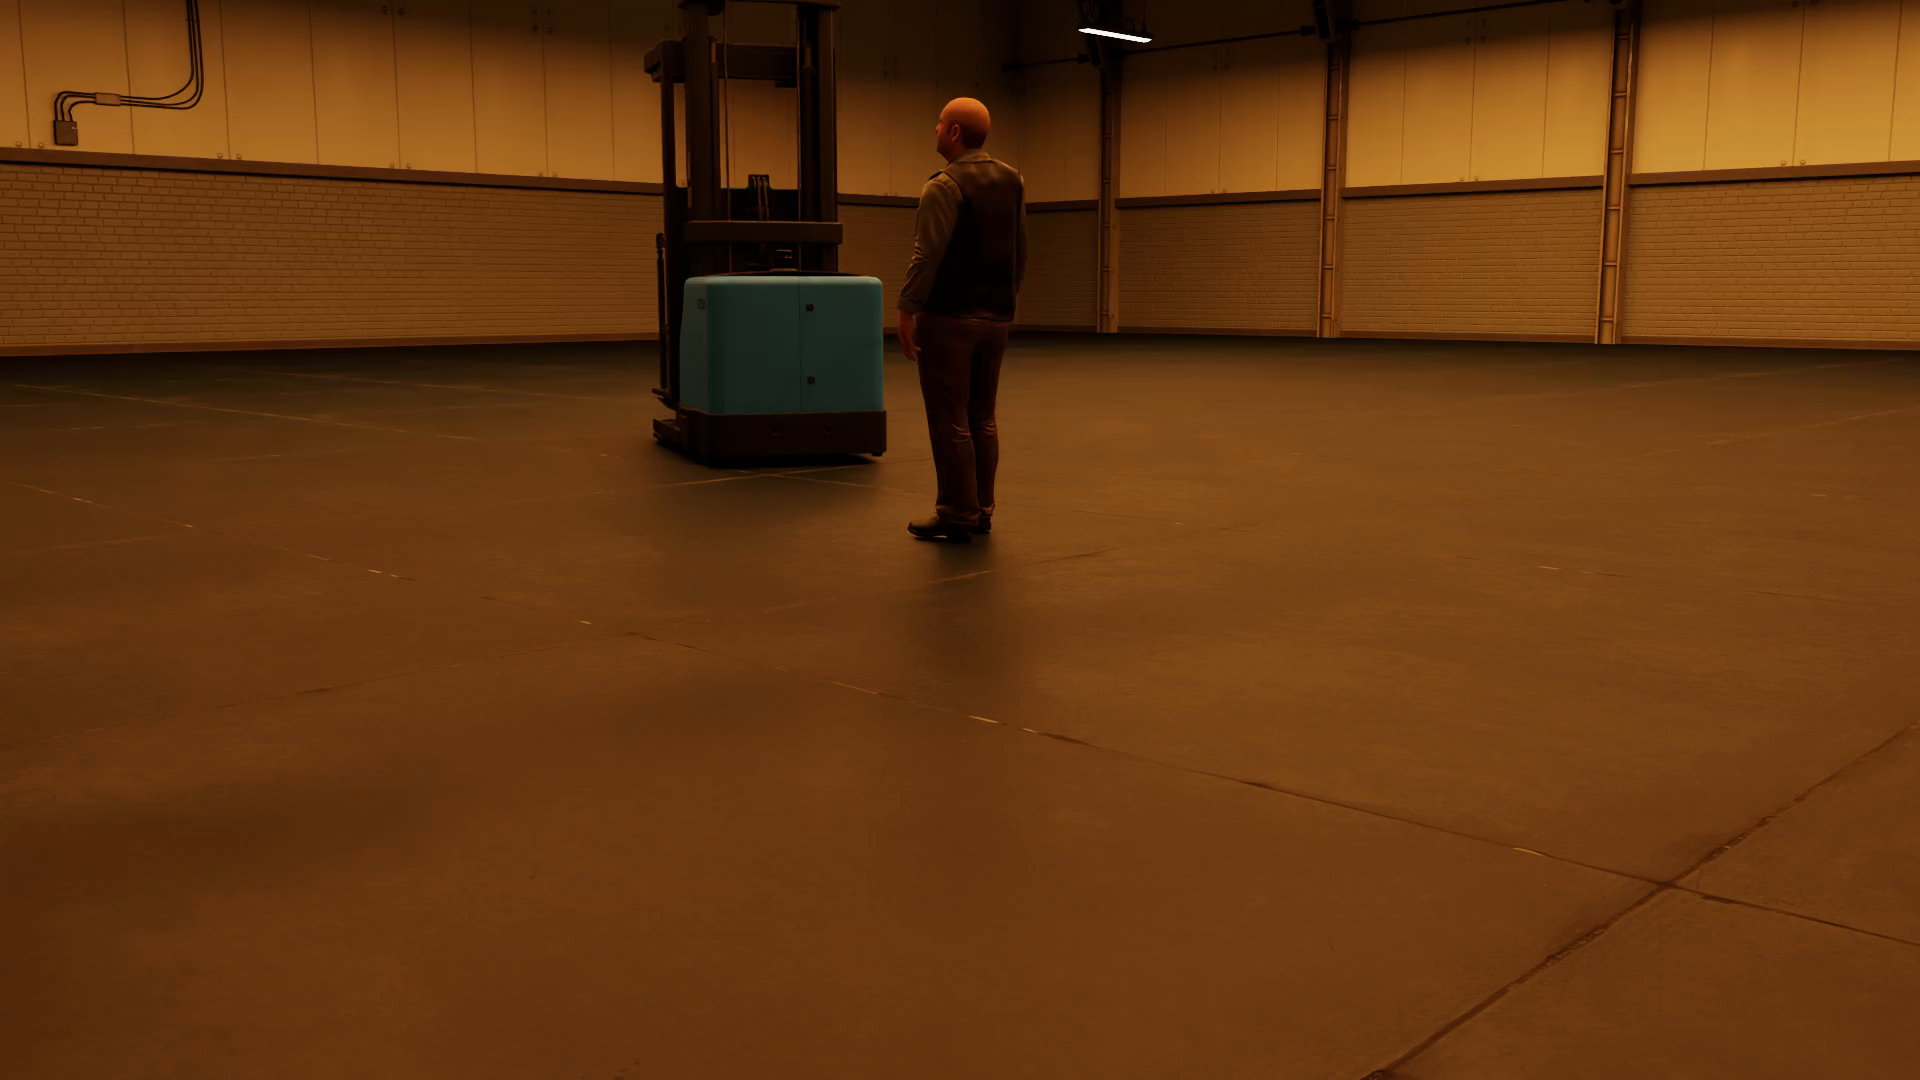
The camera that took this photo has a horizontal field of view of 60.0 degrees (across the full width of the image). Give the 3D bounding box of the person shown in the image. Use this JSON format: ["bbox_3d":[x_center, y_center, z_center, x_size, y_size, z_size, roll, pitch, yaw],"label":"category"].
[{"bbox_3d":[-0.040,-0.866,6.636,0.566,1.723,0.634,8,12,43],"label":"person"}]

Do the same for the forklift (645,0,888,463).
[{"bbox_3d":[-1.377,-2.069,10.614,1.130,2.935,3.031,-3,9,-19],"label":"forklift"}]
